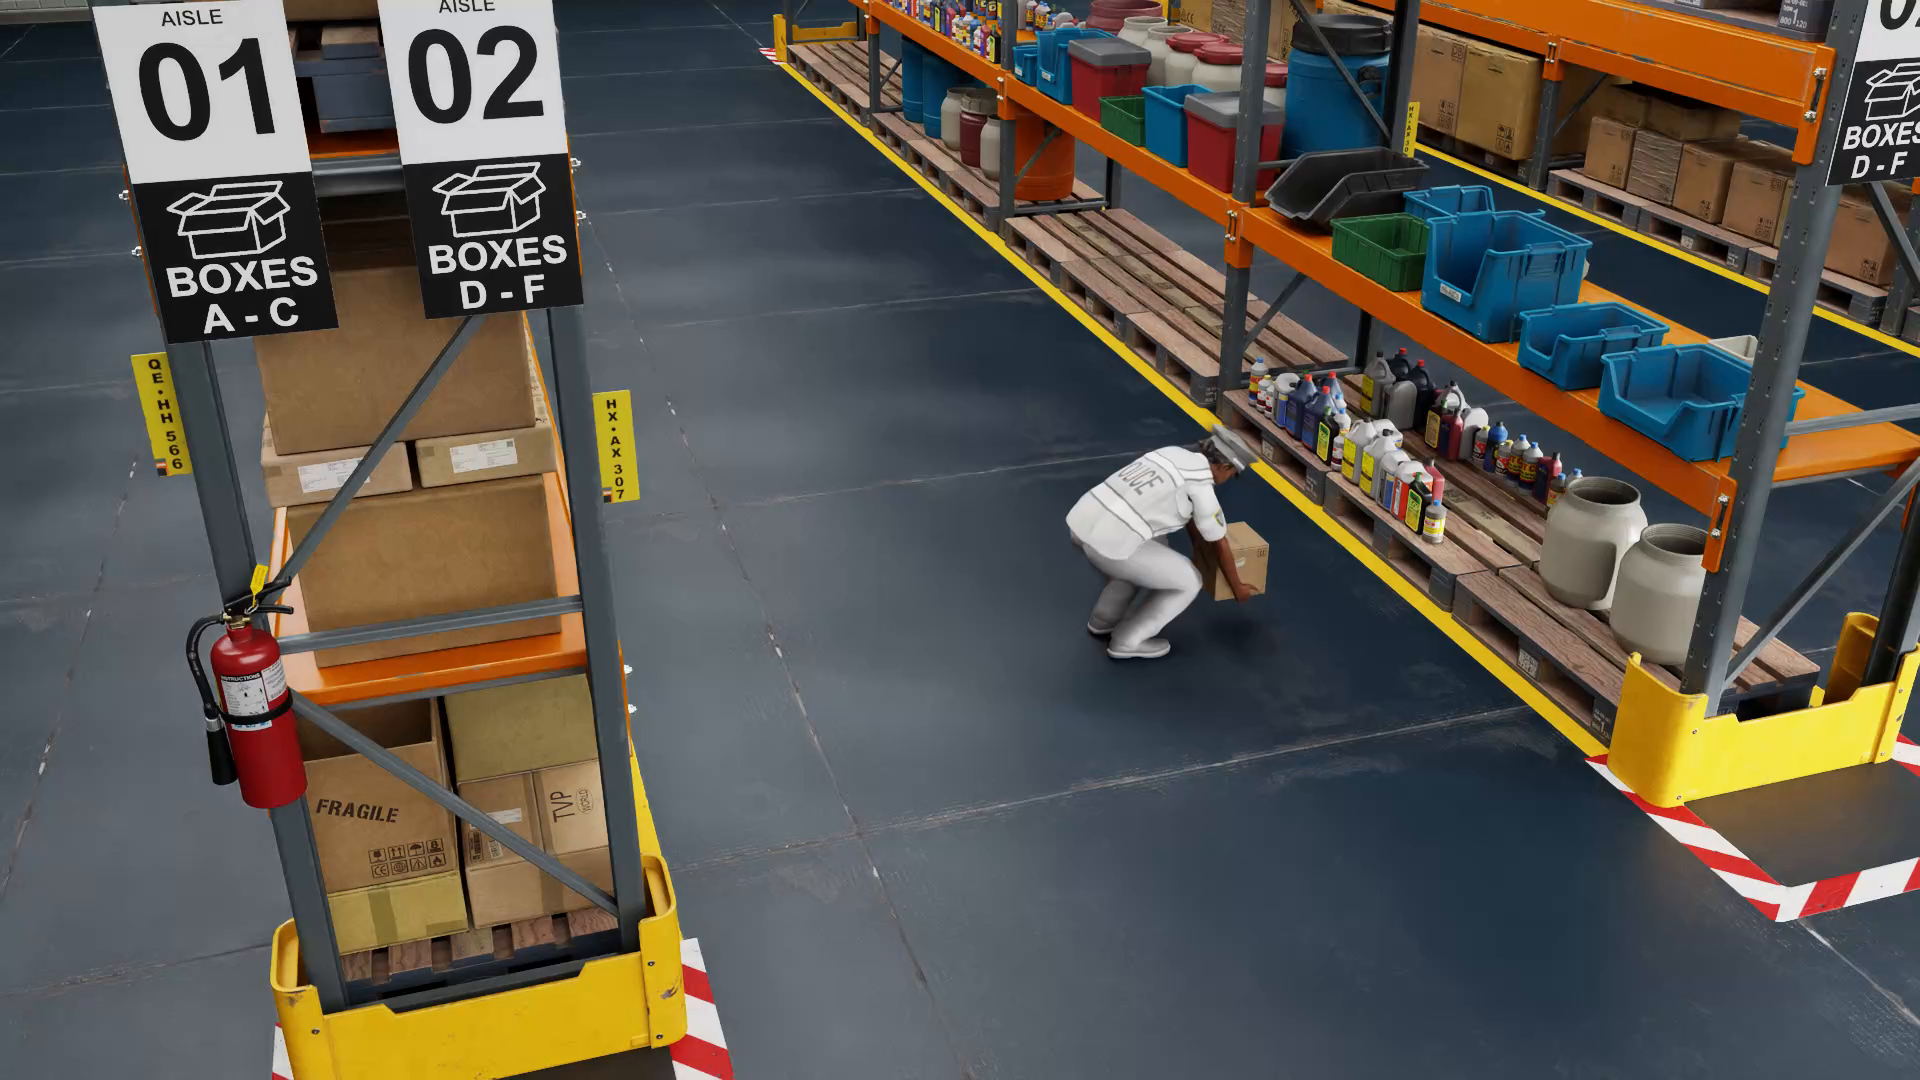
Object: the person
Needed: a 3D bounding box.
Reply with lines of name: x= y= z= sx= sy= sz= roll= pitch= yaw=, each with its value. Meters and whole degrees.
person: x=0.904 y=0.001 z=7.392 sx=0.891 sy=0.977 sz=0.463 roll=-9 pitch=28 yaw=-18
